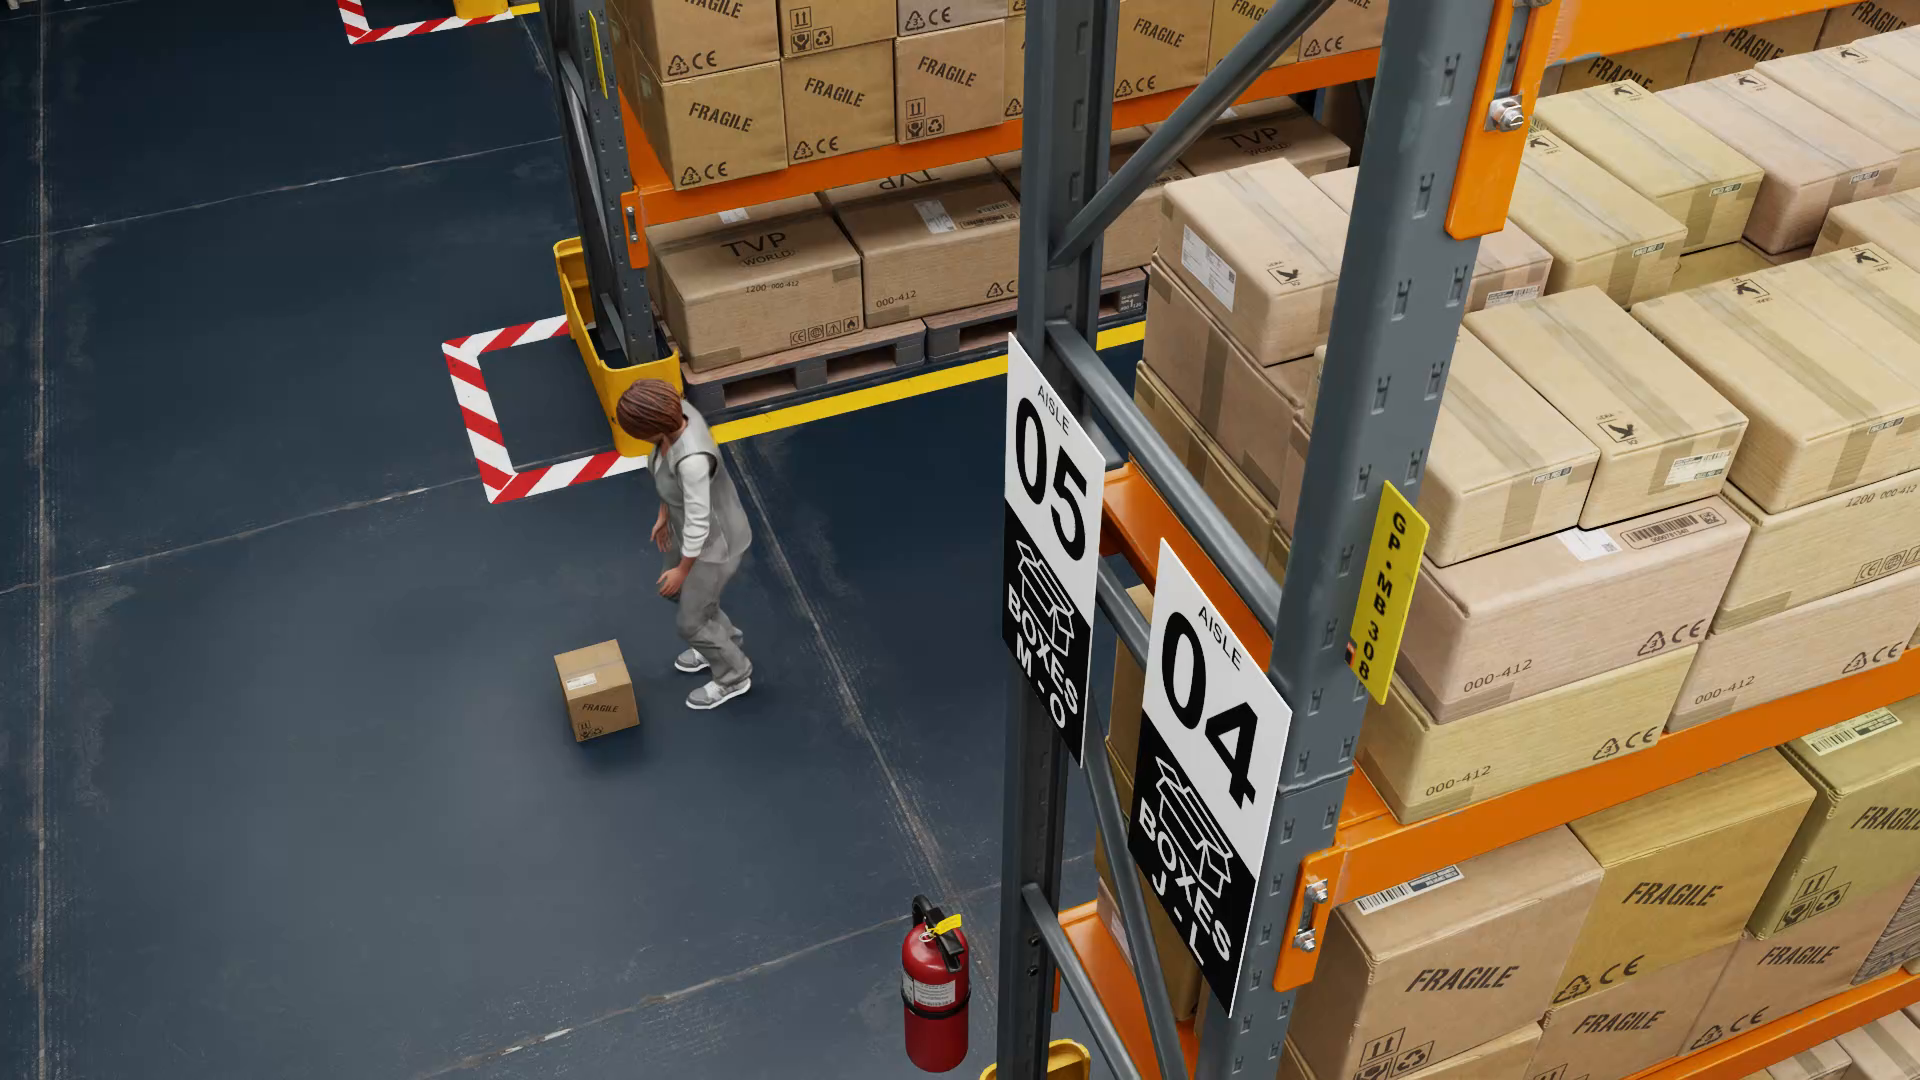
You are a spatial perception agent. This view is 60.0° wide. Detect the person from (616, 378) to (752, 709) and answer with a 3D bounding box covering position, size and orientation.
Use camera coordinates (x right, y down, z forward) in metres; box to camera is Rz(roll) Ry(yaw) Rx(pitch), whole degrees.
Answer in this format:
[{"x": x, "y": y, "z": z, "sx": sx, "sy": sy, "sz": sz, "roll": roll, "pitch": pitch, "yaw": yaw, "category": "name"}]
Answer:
[{"x": -0.984, "y": 0.013, "z": 6.205, "sx": 0.417, "sy": 1.539, "sz": 0.433, "roll": -14, "pitch": 44, "yaw": -15, "category": "person"}]
